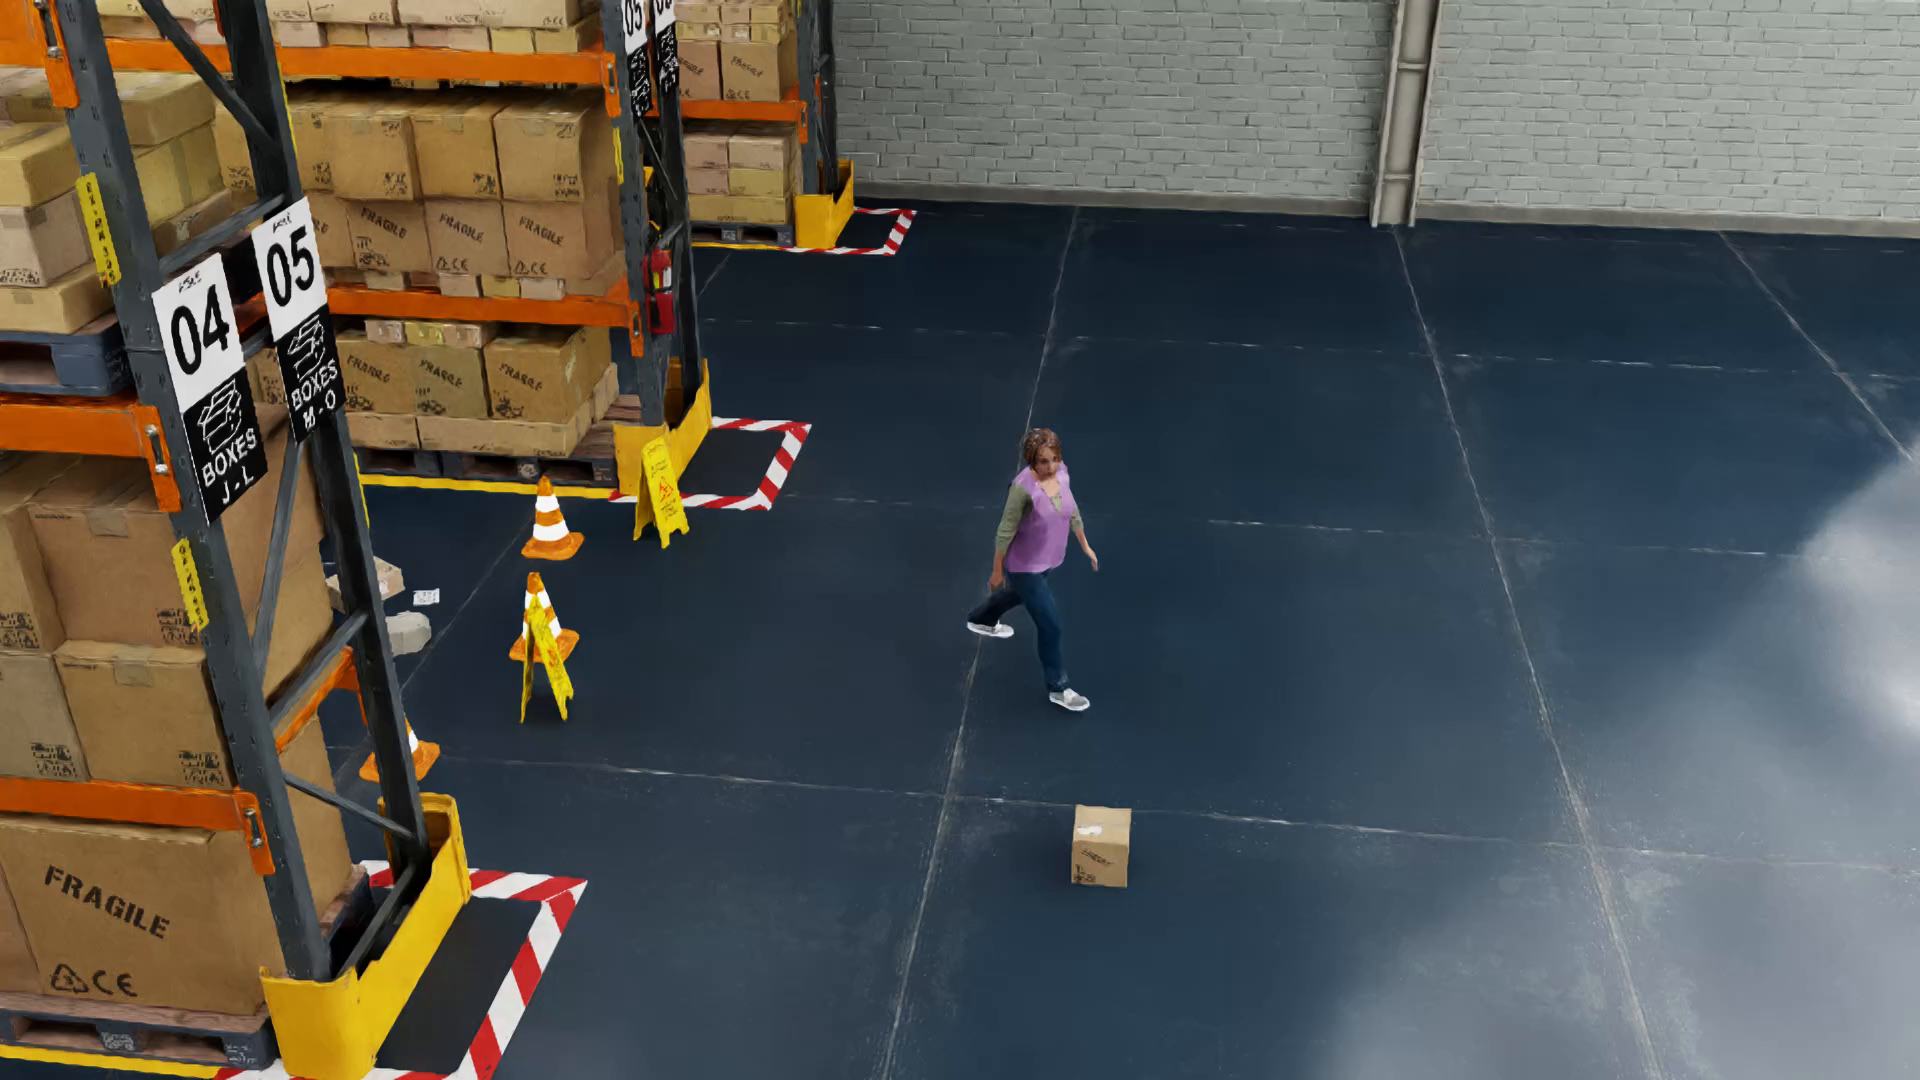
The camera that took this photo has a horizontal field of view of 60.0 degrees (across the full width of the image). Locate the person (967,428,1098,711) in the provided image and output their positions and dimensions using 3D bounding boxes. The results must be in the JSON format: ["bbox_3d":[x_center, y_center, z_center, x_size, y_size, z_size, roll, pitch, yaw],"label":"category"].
[{"bbox_3d":[0.347,0.081,8.525,0.922,1.533,0.497,22,36,35],"label":"person"}]
